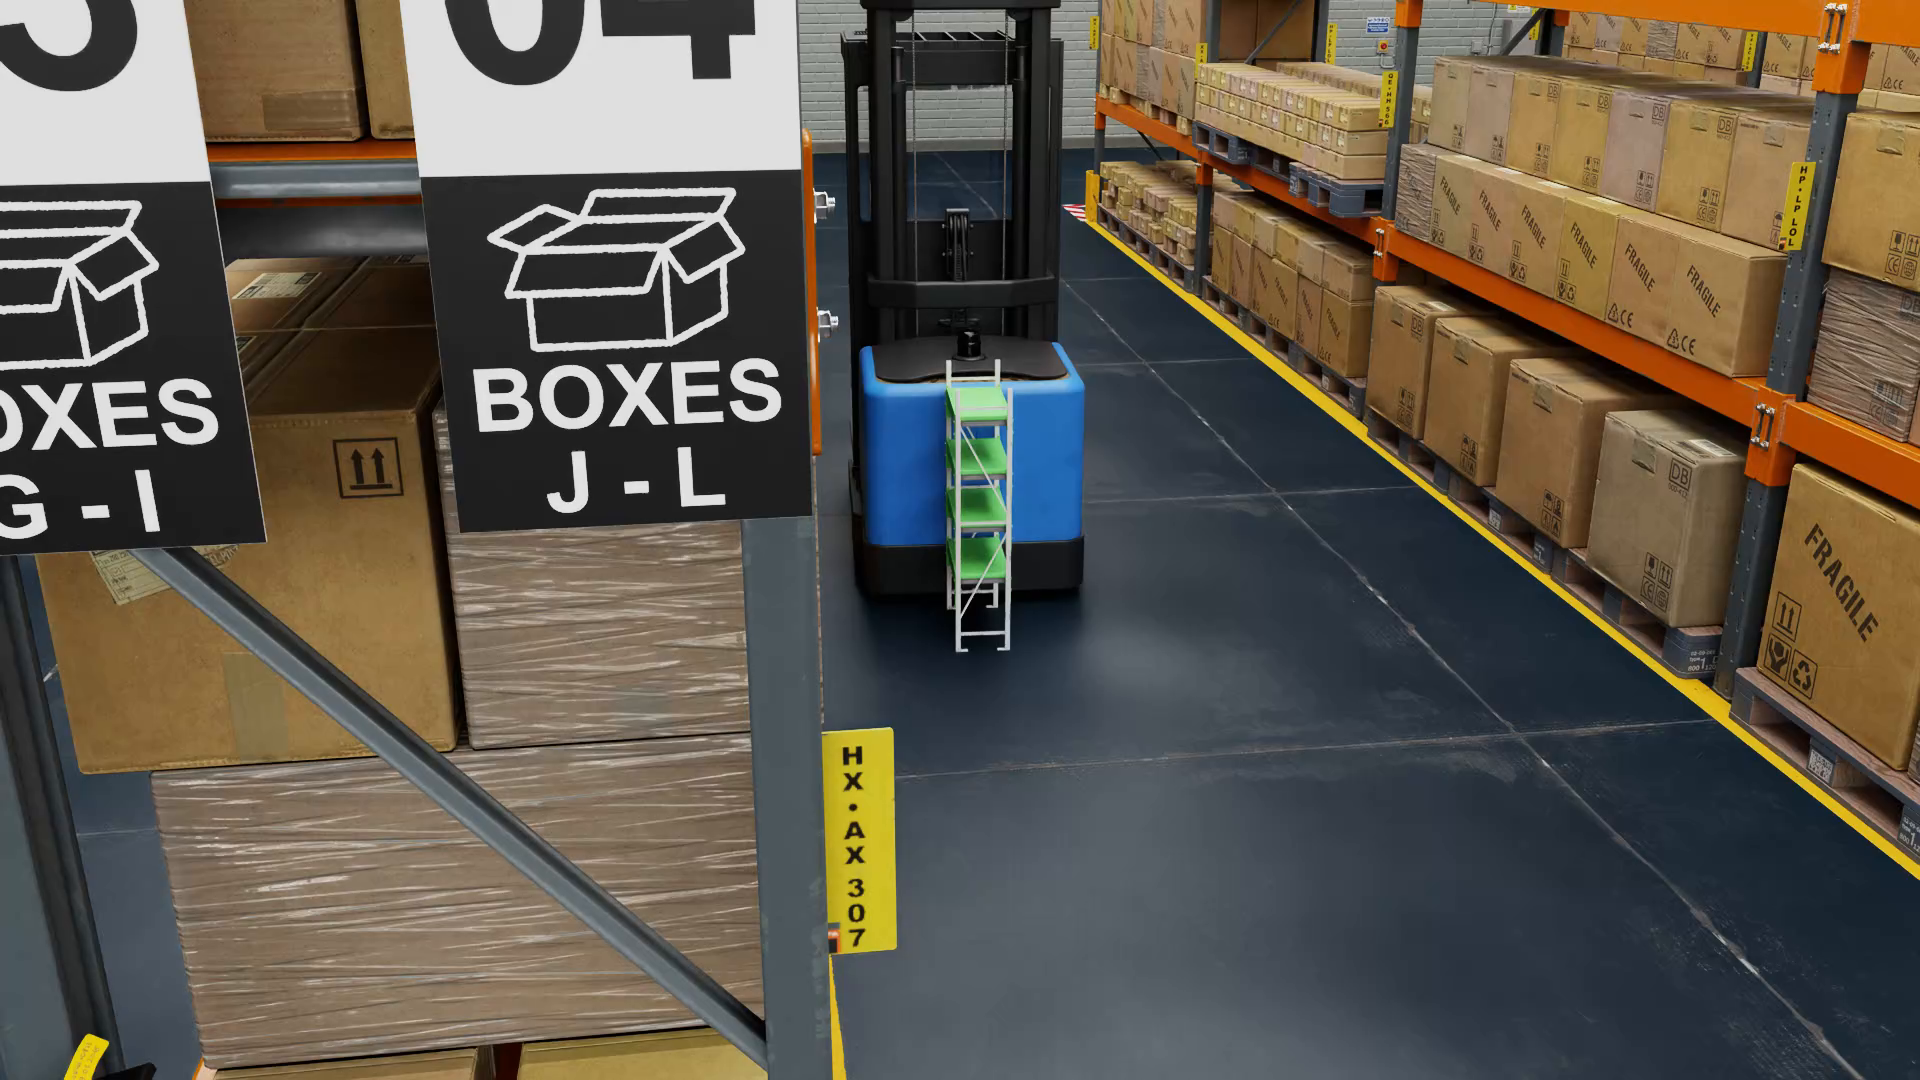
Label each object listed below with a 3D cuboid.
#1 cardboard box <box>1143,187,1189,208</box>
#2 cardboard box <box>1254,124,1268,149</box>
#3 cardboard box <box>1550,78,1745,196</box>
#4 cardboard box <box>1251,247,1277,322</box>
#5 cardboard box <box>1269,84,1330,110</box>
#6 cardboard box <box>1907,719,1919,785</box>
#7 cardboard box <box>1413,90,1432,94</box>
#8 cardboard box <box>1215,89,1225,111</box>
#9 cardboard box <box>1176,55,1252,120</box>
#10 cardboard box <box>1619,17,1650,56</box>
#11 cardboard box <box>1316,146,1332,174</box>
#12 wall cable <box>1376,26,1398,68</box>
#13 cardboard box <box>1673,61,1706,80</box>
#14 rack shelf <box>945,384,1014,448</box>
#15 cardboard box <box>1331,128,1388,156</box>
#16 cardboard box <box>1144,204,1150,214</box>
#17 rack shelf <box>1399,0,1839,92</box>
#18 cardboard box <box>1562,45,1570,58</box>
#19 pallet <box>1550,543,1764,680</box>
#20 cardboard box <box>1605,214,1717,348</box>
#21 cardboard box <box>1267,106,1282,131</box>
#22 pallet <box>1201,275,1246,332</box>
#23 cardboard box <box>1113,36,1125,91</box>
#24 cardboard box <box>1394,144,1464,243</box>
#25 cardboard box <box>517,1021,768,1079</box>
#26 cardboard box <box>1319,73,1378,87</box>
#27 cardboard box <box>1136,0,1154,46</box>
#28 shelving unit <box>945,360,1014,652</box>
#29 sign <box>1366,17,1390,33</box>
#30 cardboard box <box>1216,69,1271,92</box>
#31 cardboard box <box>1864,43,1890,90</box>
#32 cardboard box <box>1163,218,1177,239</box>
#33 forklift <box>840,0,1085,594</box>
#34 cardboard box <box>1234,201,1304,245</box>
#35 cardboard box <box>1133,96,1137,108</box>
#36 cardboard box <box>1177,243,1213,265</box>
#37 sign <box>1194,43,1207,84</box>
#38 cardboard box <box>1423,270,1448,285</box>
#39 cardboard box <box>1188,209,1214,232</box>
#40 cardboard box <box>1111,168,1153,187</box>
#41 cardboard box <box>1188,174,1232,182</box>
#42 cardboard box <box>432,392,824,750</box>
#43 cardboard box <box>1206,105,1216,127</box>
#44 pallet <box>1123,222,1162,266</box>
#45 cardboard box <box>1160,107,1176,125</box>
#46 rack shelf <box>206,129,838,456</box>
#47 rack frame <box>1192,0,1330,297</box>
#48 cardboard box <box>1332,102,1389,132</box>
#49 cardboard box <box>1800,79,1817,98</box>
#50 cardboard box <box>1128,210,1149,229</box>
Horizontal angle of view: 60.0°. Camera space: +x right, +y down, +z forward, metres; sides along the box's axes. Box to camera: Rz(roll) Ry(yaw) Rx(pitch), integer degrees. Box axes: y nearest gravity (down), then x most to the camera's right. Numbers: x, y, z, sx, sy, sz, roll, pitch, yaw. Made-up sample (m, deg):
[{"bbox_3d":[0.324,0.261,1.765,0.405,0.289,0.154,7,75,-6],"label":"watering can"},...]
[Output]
[{"bbox_3d":[1.953,-3.243,15.736,0.380,0.149,0.250,-4,21,-10],"label":"cardboard box"},{"bbox_3d":[2.351,-2.925,12.021,0.380,0.149,0.250,-4,21,-10],"label":"cardboard box"},{"bbox_3d":[3.378,-1.990,8.185,0.700,0.500,0.500,-3,21,-8],"label":"cardboard box"},{"bbox_3d":[2.533,-1.938,12.590,0.500,0.500,0.500,-3,21,-7],"label":"cardboard box"},{"bbox_3d":[2.390,-3.112,11.671,0.380,0.149,0.250,-2,21,-5],"label":"cardboard box"},{"bbox_3d":[3.831,0.556,5.376,0.875,0.875,0.875,-3,21,-7],"label":"cardboard box"},{"bbox_3d":[3.114,-2.958,11.256,0.380,0.149,0.250,-4,21,-10],"label":"cardboard box"},{"bbox_3d":[2.201,-3.425,12.933,0.380,0.149,0.250,-2,21,-6],"label":"cardboard box"},{"bbox_3d":[2.173,-3.885,14.262,0.500,0.500,0.500,-3,21,-8],"label":"cardboard box"},{"bbox_3d":[6.853,-5.020,16.299,0.500,0.500,0.500,-3,21,-8],"label":"cardboard box"},{"bbox_3d":[2.539,-2.473,10.809,0.380,0.149,0.250,-3,21,-8],"label":"cardboard box"},{"bbox_3d":[5.994,-7.657,23.432,0.585,1.953,0.123,-3,21,-8],"label":"wall cable"},{"bbox_3d":[7.007,-4.202,15.537,0.500,0.500,0.500,-3,21,-9],"label":"cardboard box"},{"bbox_3d":[0.080,-0.545,7.272,0.258,0.148,0.480,-2,21,-5],"label":"rack shelf"},{"bbox_3d":[2.577,-2.527,10.528,0.380,0.149,0.250,-2,21,-7],"label":"cardboard box"},{"bbox_3d":[2.016,-3.285,16.274,0.380,0.149,0.250,-2,21,-5],"label":"cardboard box"},{"bbox_3d":[3.387,-2.536,7.960,1.077,0.370,4.000,-3,21,-8],"label":"rack shelf"},{"bbox_3d":[6.615,-5.081,17.890,0.500,0.500,0.500,-3,21,-8],"label":"cardboard box"},{"bbox_3d":[3.490,0.268,7.698,1.003,0.211,1.213,-3,21,-8],"label":"pallet"},{"bbox_3d":[3.263,-1.164,7.403,0.500,0.500,0.500,-3,21,-8],"label":"cardboard box"},{"bbox_3d":[2.389,-2.973,11.723,0.380,0.149,0.250,-2,21,-6],"label":"cardboard box"},{"bbox_3d":[2.636,-1.969,13.687,1.003,0.211,1.213,-3,21,-8],"label":"pallet"},{"bbox_3d":[1.839,-4.763,16.613,0.500,0.500,0.500,-3,21,-8],"label":"cardboard box"},{"bbox_3d":[2.897,-2.038,9.743,0.500,0.500,0.500,-3,21,-7],"label":"cardboard box"},{"bbox_3d":[-0.476,0.832,2.561,0.380,0.149,0.250,-3,21,-8],"label":"cardboard box"},{"bbox_3d":[2.918,-3.415,12.481,0.380,0.149,0.250,-4,21,-10],"label":"cardboard box"},{"bbox_3d":[1.957,-4.884,15.509,0.500,0.500,0.500,-4,21,-9],"label":"cardboard box"},{"bbox_3d":[0.080,-0.156,7.418,0.258,1.200,0.503,-2,21,-5],"label":"shelving unit"},{"bbox_3d":[5.937,-7.311,23.618,0.327,0.218,0.001,-3,21,-8],"label":"sign"},{"bbox_3d":[2.205,-3.558,12.865,0.380,0.149,0.250,-3,21,-7],"label":"cardboard box"},{"bbox_3d":[7.356,-3.830,13.111,0.500,0.500,0.500,-3,21,-9],"label":"cardboard box"},{"bbox_3d":[2.055,-2.824,15.039,0.380,0.149,0.250,-4,21,-10],"label":"cardboard box"},{"bbox_3d":[-0.053,-1.590,8.784,1.130,2.935,3.031,-2,21,-5],"label":"forklift"},{"bbox_3d":[2.447,-2.469,12.940,0.500,0.250,0.500,-2,21,-6],"label":"cardboard box"},{"bbox_3d":[1.919,-4.324,16.365,0.380,0.149,0.250,-3,21,-8],"label":"cardboard box"},{"bbox_3d":[2.129,-2.525,14.664,0.380,0.149,0.250,-3,21,-7],"label":"cardboard box"},{"bbox_3d":[1.986,-3.921,13.689,0.100,0.325,0.005,-3,21,-8],"label":"sign"},{"bbox_3d":[3.239,-1.788,11.118,0.500,0.250,0.500,-4,21,-10],"label":"cardboard box"},{"bbox_3d":[2.213,-2.795,14.537,0.380,0.149,0.250,-2,21,-6],"label":"cardboard box"},{"bbox_3d":[1.753,-3.688,16.929,0.380,0.149,0.250,-3,21,-8],"label":"cardboard box"},{"bbox_3d":[2.484,-3.543,16.540,0.380,0.149,0.250,-2,21,-6],"label":"cardboard box"},{"bbox_3d":[-0.480,-0.034,2.523,0.500,0.500,0.500,-3,21,-8],"label":"cardboard box"},{"bbox_3d":[2.170,-3.369,13.208,0.380,0.149,0.250,-3,21,-7],"label":"cardboard box"},{"bbox_3d":[2.211,-2.893,16.160,1.003,0.211,1.213,-3,21,-8],"label":"pallet"},{"bbox_3d":[2.044,-3.877,15.168,0.380,0.149,0.250,-4,21,-10],"label":"cardboard box"},{"bbox_3d":[-0.959,-0.936,3.676,1.077,0.370,4.000,-3,21,-8],"label":"rack shelf"},{"bbox_3d":[2.522,-3.545,13.921,1.000,3.000,0.127,-3,21,-8],"label":"rack frame"},{"bbox_3d":[2.575,-2.665,10.472,0.380,0.149,0.250,-4,21,-10],"label":"cardboard box"},{"bbox_3d":[7.293,-3.648,13.696,0.500,0.250,0.500,-3,21,-7],"label":"cardboard box"},{"bbox_3d":[1.875,-3.153,16.347,0.380,0.149,0.250,-4,21,-10],"label":"cardboard box"}]
